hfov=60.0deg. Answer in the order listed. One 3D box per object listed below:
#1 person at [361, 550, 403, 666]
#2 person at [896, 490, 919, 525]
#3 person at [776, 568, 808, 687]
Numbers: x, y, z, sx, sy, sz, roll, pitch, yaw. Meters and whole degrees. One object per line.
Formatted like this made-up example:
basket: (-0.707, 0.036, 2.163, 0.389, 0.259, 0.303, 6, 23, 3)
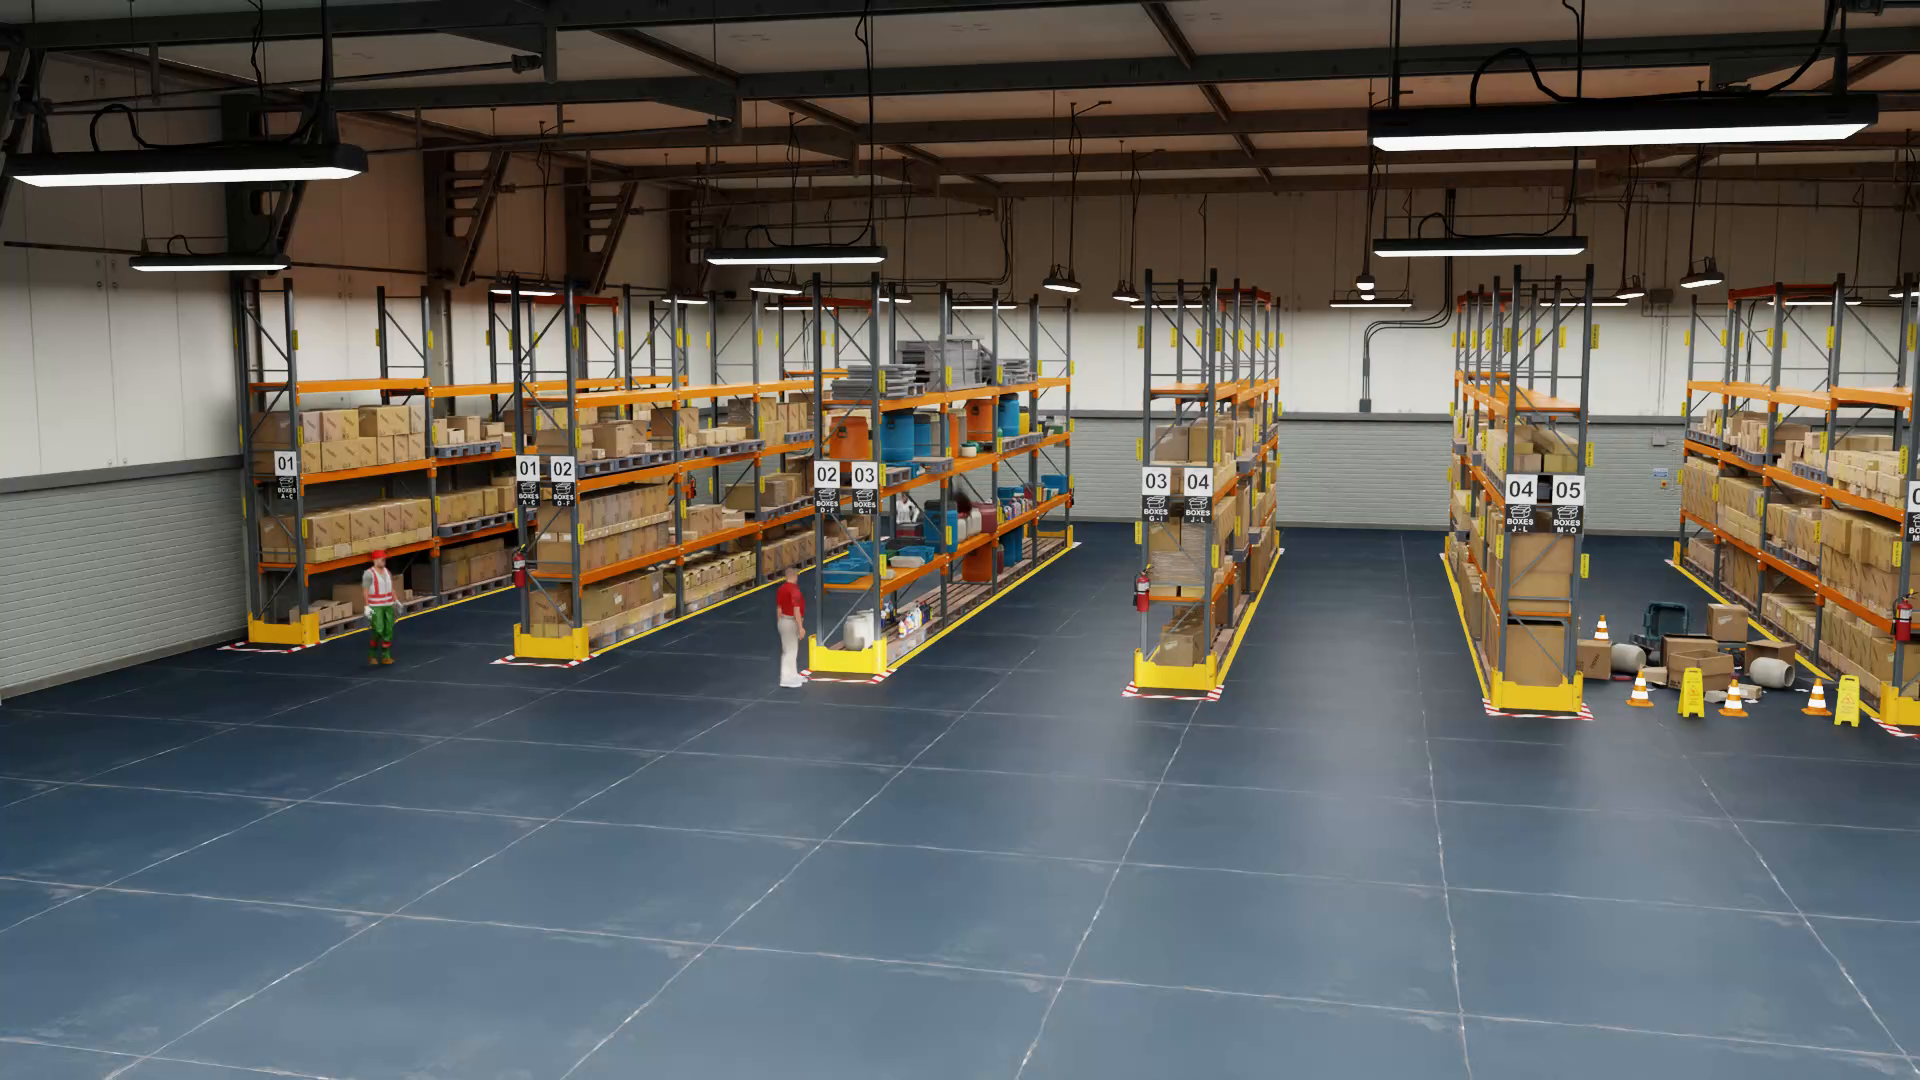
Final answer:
person: (-8.955, 1.052, 25.801, 0.396, 1.815, 0.604, 4, 8, 32)
person: (-1.297, -0.338, 38.087, 0.626, 1.624, 0.637, 1, 7, 11)
person: (-2.400, 1.270, 24.162, 0.498, 1.746, 0.638, -3, 7, -20)
